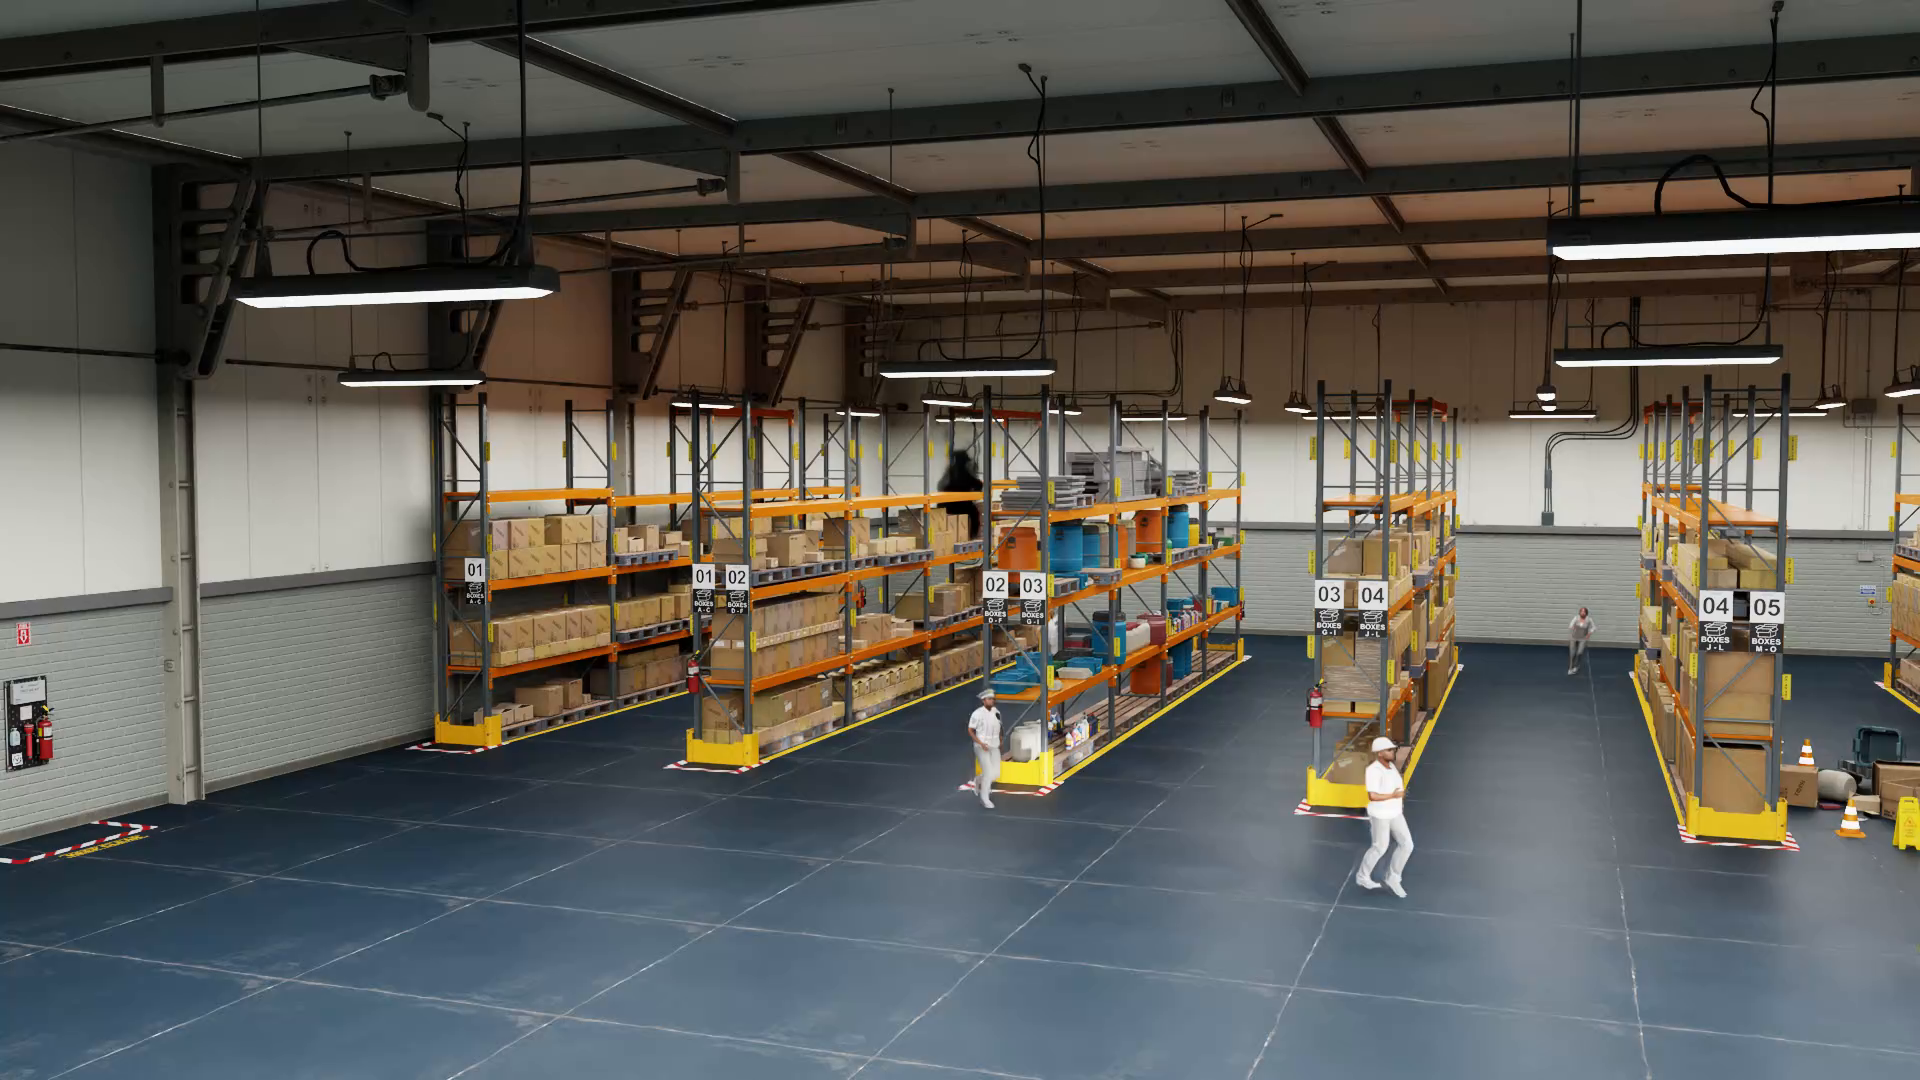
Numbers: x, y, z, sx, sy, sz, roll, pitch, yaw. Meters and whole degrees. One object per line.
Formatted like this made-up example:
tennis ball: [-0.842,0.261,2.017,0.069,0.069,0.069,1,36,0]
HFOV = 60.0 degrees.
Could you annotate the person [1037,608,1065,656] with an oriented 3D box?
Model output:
person: [1.968,2.276,36.203,0.607,1.645,0.714,0,3,6]

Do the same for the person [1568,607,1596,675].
person: [13.854,2.262,37.137,0.556,1.532,0.628,2,4,35]

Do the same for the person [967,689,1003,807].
person: [0.366,2.932,23.608,0.610,1.664,0.567,-2,4,-36]

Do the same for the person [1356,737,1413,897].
person: [4.803,3.126,18.724,0.663,1.812,0.704,-3,4,-44]
